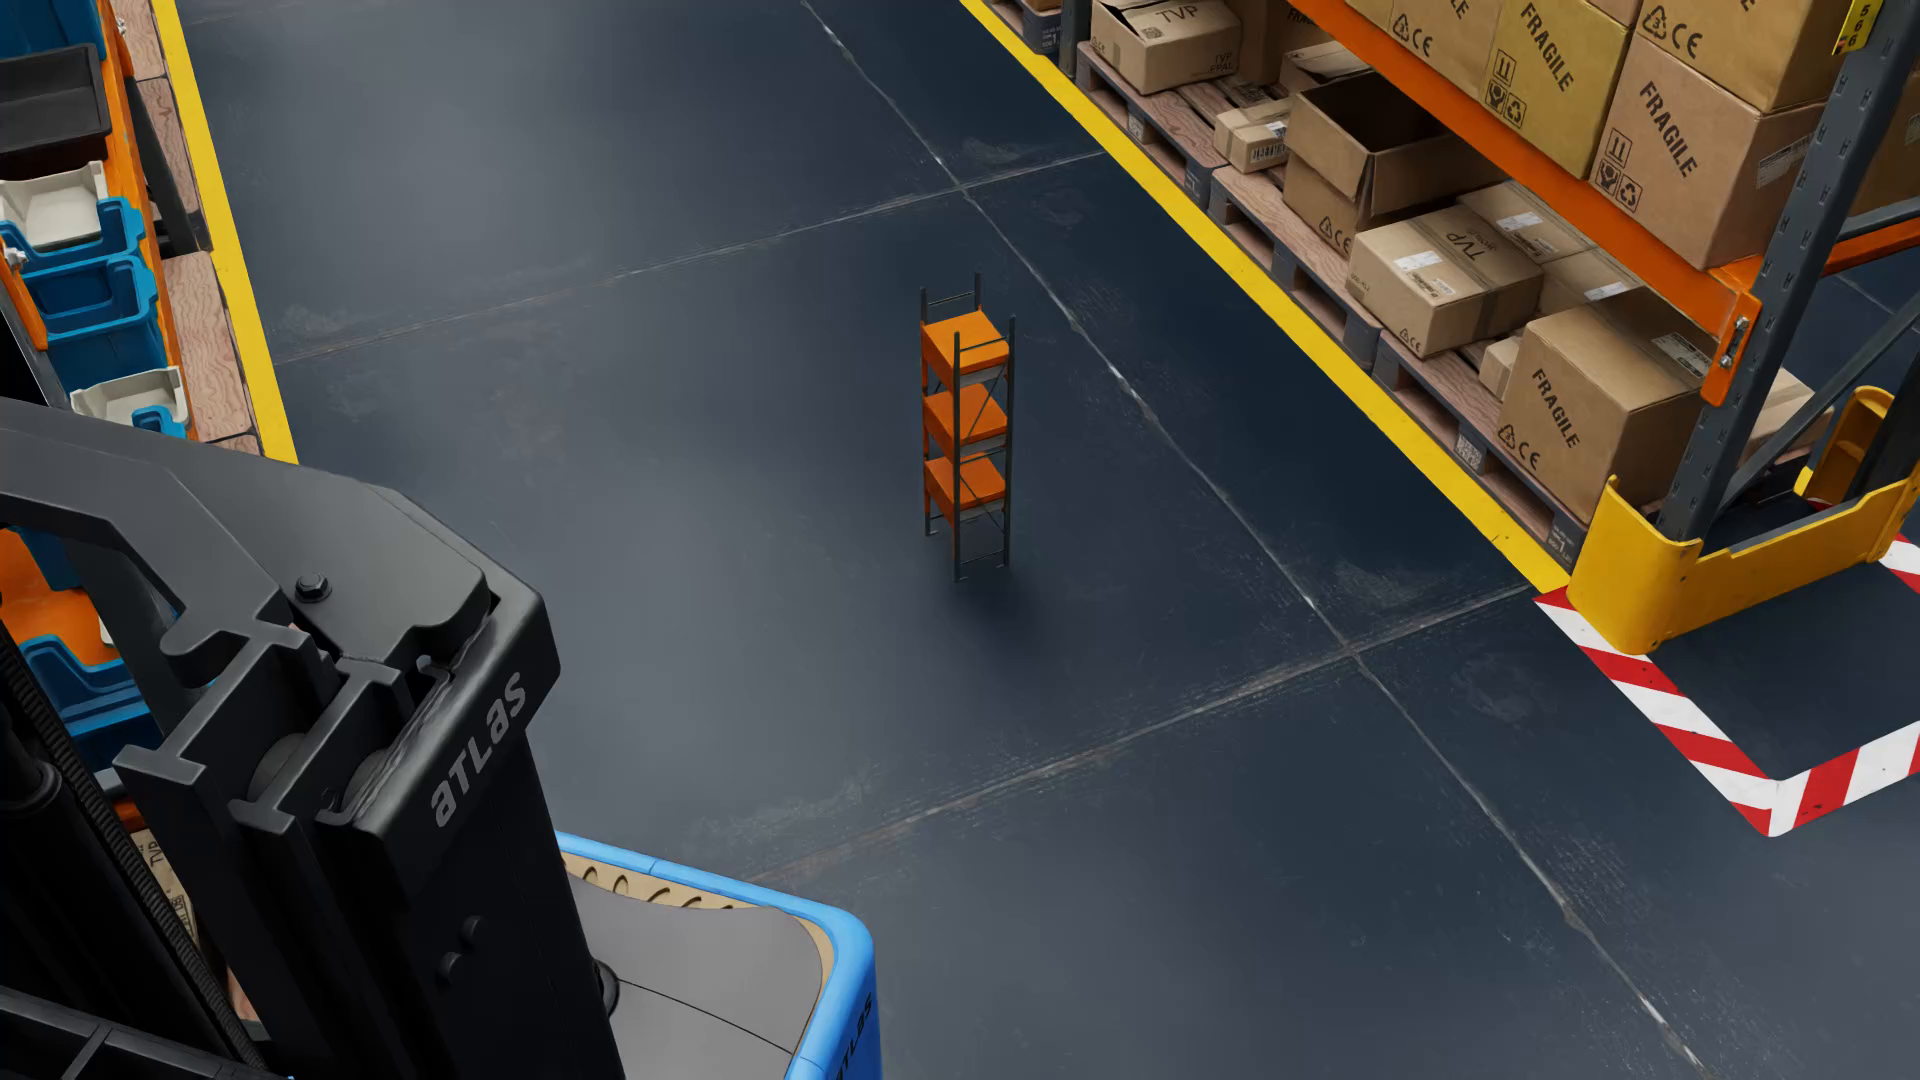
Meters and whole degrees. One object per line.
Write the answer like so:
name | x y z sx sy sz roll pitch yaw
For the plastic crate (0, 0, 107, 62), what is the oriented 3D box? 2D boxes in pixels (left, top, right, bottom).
plastic crate | -3.034 -1.820 5.428 0.392 0.384 0.575 -18 47 -17

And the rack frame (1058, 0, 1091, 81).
rack frame | 0.956 -3.462 7.123 1.000 3.000 0.127 -18 47 -17

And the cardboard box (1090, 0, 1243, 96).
cardboard box | 0.936 -2.330 7.577 0.500 0.311 0.500 -18 47 -17

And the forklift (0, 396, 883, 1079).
forklift | -1.091 1.389 2.256 1.130 2.935 3.031 12 46 12

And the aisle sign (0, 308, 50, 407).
aisle sign | -1.558 -0.419 2.188 0.394 0.787 0.004 -18 47 -17

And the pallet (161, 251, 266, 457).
pallet | -3.195 -0.551 6.159 1.003 0.211 1.213 -18 47 -17

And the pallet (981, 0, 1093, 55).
pallet | 0.580 -2.976 8.616 1.003 0.211 1.213 -18 47 -17

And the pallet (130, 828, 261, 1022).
pallet | -2.169 1.004 4.583 1.003 0.211 1.213 -18 47 -17

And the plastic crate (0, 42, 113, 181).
plastic crate | -2.825 -1.291 5.075 0.437 0.125 0.590 -18 47 -17

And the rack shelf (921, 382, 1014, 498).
rack shelf | 0.022 -0.332 5.354 0.215 0.259 0.240 -18 47 -17

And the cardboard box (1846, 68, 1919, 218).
cardboard box | 2.691 -1.309 4.870 0.500 0.500 0.500 -17 47 -17

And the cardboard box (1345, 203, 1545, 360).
cardboard box | 1.814 -0.978 6.250 0.500 0.250 0.500 -18 47 -17

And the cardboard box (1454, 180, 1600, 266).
cardboard box | 2.246 -1.158 6.432 0.500 0.250 0.500 -18 47 -17

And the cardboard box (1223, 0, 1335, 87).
cardboard box | 1.453 -2.449 7.563 0.500 0.500 0.500 -18 47 -17

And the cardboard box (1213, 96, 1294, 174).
cardboard box | 1.309 -1.730 7.072 0.380 0.166 0.250 -18 47 -17

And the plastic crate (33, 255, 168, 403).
plastic crate | -2.217 -0.507 4.205 0.416 0.233 0.300 -18 47 -17

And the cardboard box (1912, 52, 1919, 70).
cardboard box | 2.691 -1.665 4.518 0.500 0.500 0.500 -17 47 -16

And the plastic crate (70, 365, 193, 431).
plastic crate | -2.008 -0.295 4.059 0.250 0.136 0.298 -18 47 -17

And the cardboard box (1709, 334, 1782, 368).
cardboard box | 2.668 -0.588 5.915 0.380 0.166 0.250 -18 47 -17

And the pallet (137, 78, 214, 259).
pallet | -3.826 -1.513 7.133 1.003 0.211 1.213 -18 47 -17

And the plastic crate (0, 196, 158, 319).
plastic crate | -2.343 -0.699 4.399 0.416 0.233 0.300 -18 47 -17

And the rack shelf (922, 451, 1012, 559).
rack shelf | 0.022 -0.134 5.549 0.215 0.259 0.240 -18 47 -17

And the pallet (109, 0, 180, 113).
pallet | -4.343 -2.291 7.922 1.003 0.211 1.213 -18 47 -17

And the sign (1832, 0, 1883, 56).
sign | 2.126 -1.286 3.868 0.100 0.325 0.005 -18 47 -17

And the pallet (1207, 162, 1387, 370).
pallet | 1.761 -1.252 6.869 1.003 0.211 1.213 -18 47 -17

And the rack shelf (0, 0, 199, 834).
rack shelf | -2.699 -0.471 4.603 1.077 0.370 4.000 -18 47 -17

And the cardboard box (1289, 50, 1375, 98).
cardboard box | 1.768 -1.904 7.145 0.500 0.311 0.500 -18 47 -17

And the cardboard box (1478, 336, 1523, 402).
cardboard box | 2.097 -0.619 5.946 0.380 0.166 0.250 -18 47 -17

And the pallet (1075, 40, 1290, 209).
pallet | 1.244 -2.031 7.658 1.003 0.211 1.213 -18 47 -17

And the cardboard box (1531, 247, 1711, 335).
cardboard box | 2.456 -0.839 6.109 0.500 0.250 0.500 -18 47 -17

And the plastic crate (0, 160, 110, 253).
plastic crate | -2.535 -0.908 4.679 0.293 0.136 0.466 -18 47 -17

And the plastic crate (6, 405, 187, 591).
plastic crate | -1.940 -0.088 3.780 0.416 0.233 0.300 -18 47 -17

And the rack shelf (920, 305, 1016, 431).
rack shelf | 0.022 -0.534 5.155 0.215 0.259 0.240 -18 47 -17

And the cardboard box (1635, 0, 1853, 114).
cardboard box | 2.201 -1.506 4.358 0.500 0.500 0.500 -18 48 -18

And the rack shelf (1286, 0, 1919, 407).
rack shelf | 1.797 -1.931 6.084 1.077 0.370 4.000 -18 47 -17

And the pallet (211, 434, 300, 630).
pallet | -2.679 0.227 5.369 1.003 0.211 1.213 -18 47 -17

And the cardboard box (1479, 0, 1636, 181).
cardboard box | 1.981 -1.483 5.046 0.500 0.500 0.500 -18 47 -17

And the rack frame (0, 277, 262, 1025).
rack frame | -1.861 0.549 3.058 0.949 2.616 0.053 -18 47 -17

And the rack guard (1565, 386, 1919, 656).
rack guard | 2.606 -0.071 5.466 1.175 0.500 0.348 -18 47 -17

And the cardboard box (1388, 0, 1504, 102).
cardboard box | 1.776 -1.802 5.370 0.500 0.500 0.500 -18 47 -17

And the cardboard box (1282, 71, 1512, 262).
cardboard box | 1.751 -1.534 6.633 0.797 0.503 0.637 -18 47 -17

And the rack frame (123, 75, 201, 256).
rack frame | -3.540 -2.001 5.642 1.000 3.000 0.127 -18 47 -17

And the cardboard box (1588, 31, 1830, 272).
cardboard box | 2.203 -1.153 4.712 0.500 0.500 0.500 -17 47 -16

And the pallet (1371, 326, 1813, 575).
pallet | 2.270 -0.476 6.082 1.003 0.211 1.213 -18 47 -17

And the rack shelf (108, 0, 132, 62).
rack shelf | -4.381 -3.020 7.187 1.077 0.370 4.000 -18 47 -17

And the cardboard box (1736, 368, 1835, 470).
cardboard box | 2.774 -0.423 5.759 0.380 0.149 0.250 -18 47 -17

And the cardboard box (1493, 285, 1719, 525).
cardboard box | 2.186 -0.453 5.540 0.500 0.500 0.500 -18 47 -17

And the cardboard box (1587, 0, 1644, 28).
cardboard box | 1.988 -1.828 4.684 0.500 0.500 0.500 -17 47 -16

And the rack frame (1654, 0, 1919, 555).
rack frame | 2.638 -0.913 4.539 1.000 3.000 0.127 -18 47 -17

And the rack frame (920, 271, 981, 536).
rack frame | -0.029 -0.417 5.425 0.200 1.050 0.008 -18 47 -17

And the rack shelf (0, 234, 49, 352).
rack shelf | -2.699 -1.538 3.550 1.077 0.370 4.000 -18 47 -17

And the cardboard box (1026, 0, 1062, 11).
cardboard box | 0.488 -2.958 8.079 0.500 0.500 0.500 -18 47 -18

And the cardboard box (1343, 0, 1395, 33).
cardboard box | 1.565 -2.123 5.695 0.500 0.500 0.500 -19 48 -18

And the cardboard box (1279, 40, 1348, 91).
cardboard box | 1.665 -2.103 7.462 0.380 0.149 0.250 -18 47 -17

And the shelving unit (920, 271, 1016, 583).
shelving unit | 0.022 -0.340 5.347 0.215 1.050 0.252 -18 47 -17

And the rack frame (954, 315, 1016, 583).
rack frame | 0.074 -0.262 5.268 0.200 1.050 0.008 -18 47 -17

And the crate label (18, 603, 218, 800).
crate label | -1.663 0.332 3.355 0.416 0.233 0.303 -18 47 -17

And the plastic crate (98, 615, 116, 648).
plastic crate | -1.723 0.137 3.621 0.250 0.136 0.298 -18 47 -17
